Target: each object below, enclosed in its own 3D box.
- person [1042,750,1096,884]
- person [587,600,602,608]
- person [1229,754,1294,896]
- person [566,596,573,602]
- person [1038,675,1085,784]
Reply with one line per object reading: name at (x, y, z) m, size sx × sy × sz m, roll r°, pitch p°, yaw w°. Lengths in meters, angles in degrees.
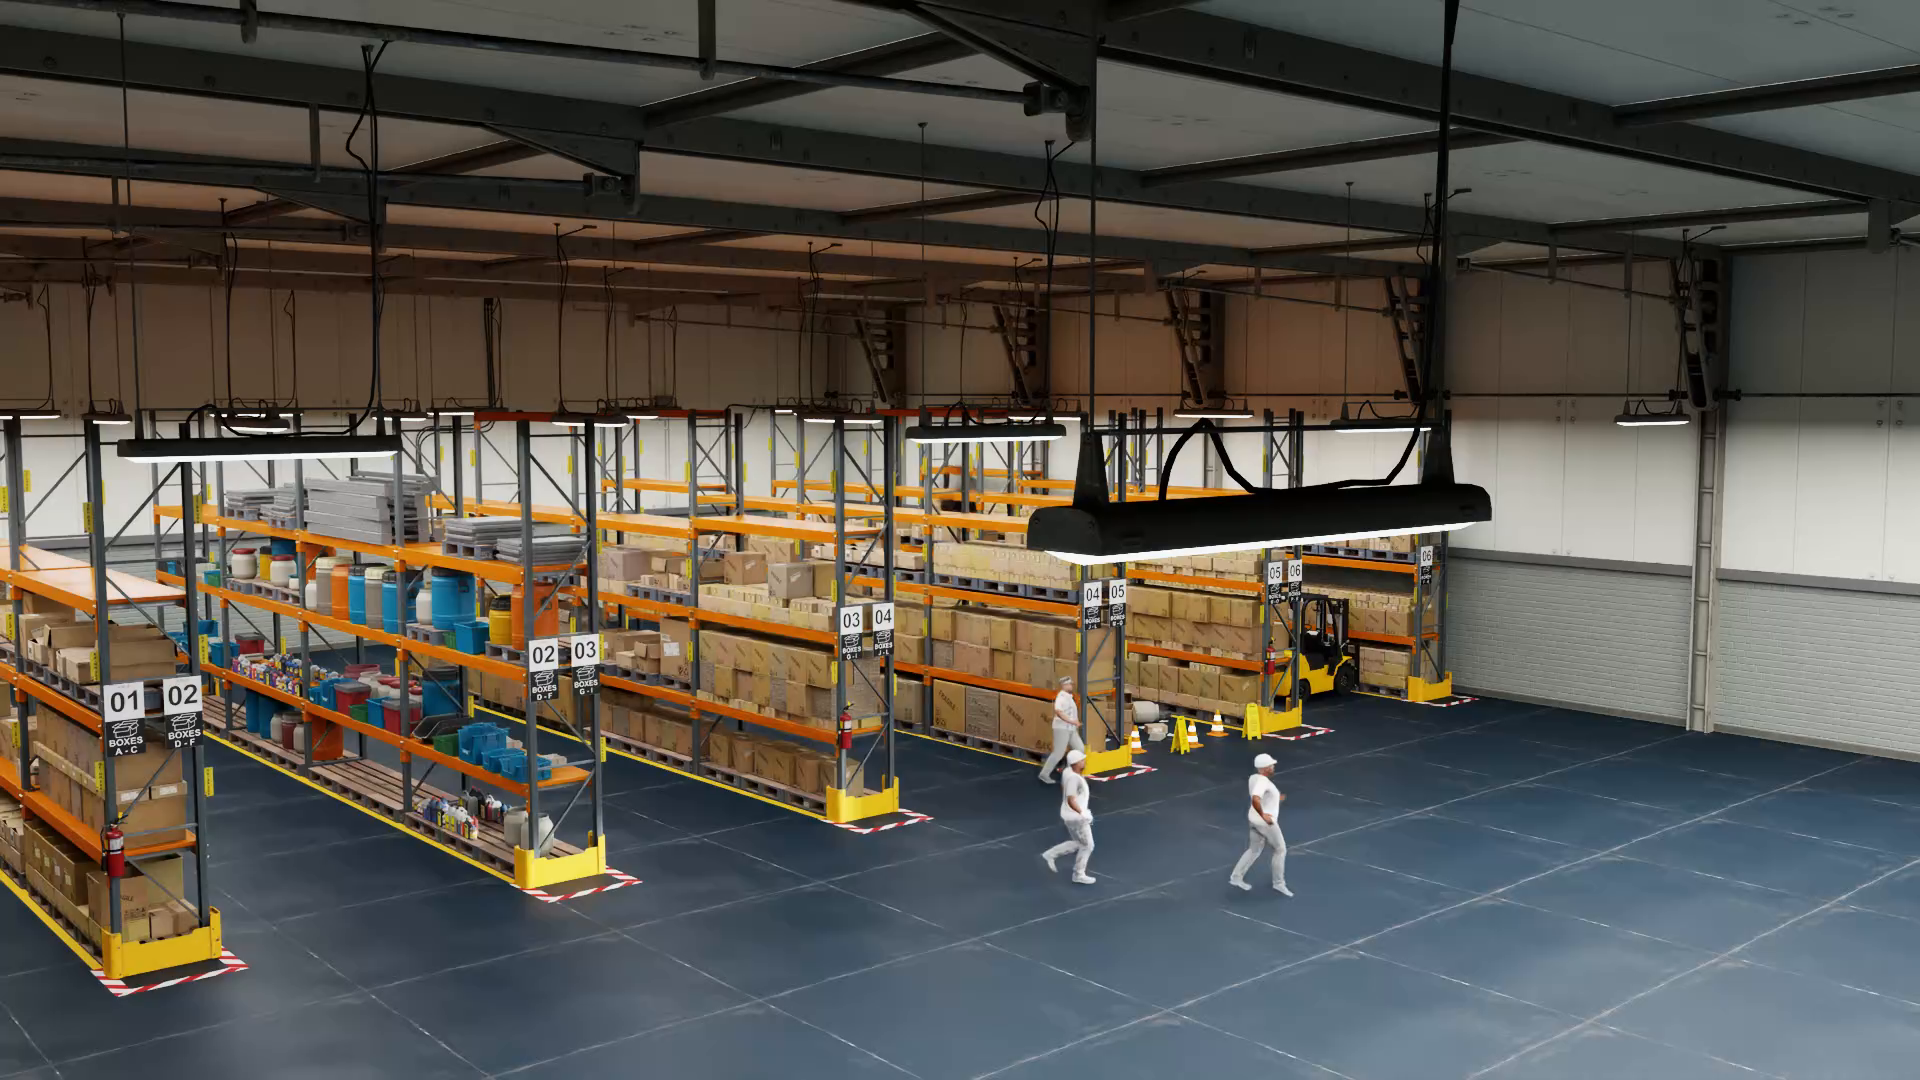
person at (1.413, 3.576, 21.532) m, size 0.685 × 1.742 × 0.707 m, roll -1°, pitch 5°, yaw -7°
person at (-8.939, 1.977, 40.748) m, size 0.518 × 1.621 × 0.660 m, roll 2°, pitch 6°, yaw 25°
person at (3.801, 3.606, 20.990) m, size 0.816 × 1.828 × 0.679 m, roll -1°, pitch 5°, yaw -15°
person at (-9.133, 2.130, 38.603) m, size 0.599 × 1.672 × 0.654 m, roll -3°, pitch 6°, yaw -28°
person at (1.681, 3.098, 27.043) m, size 0.703 × 1.810 × 0.716 m, roll 2°, pitch 5°, yaw 20°
